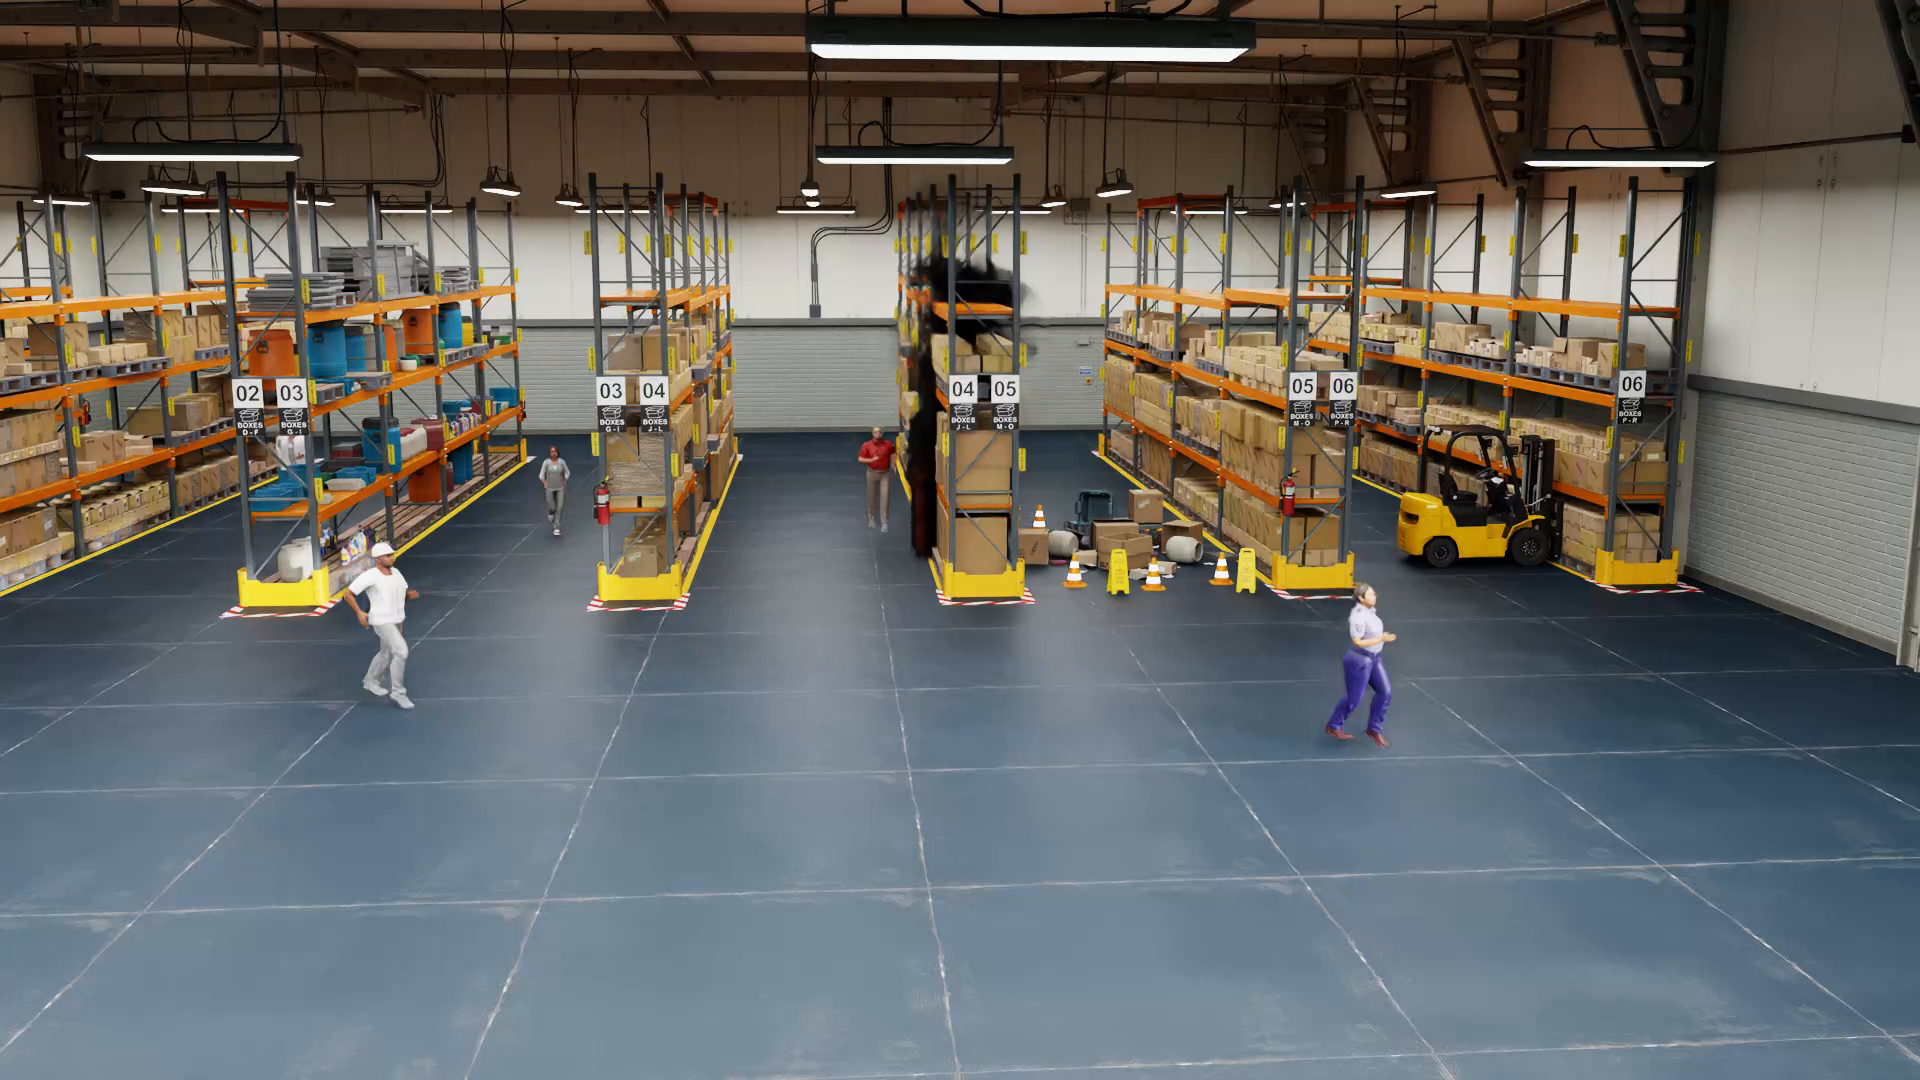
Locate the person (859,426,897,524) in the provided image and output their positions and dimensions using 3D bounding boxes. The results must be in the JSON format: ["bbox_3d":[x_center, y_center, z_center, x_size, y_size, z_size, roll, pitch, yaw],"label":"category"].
[{"bbox_3d":[-1.371,-1.101,27.891,0.662,1.633,0.774,-1,10,-7],"label":"person"}]

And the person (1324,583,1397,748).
[{"bbox_3d":[4.064,1.375,16.796,0.708,1.504,0.585,7,12,34],"label":"person"}]

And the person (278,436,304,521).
[{"bbox_3d":[-12.433,-1.322,31.081,0.613,1.805,1.025,-3,10,-17],"label":"person"}]

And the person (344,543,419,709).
[{"bbox_3d":[-6.316,0.937,18.327,0.777,1.829,0.672,3,10,14],"label":"person"}]

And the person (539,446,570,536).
[{"bbox_3d":[-7.106,-0.883,29.220,0.536,1.558,0.676,-4,11,-19],"label":"person"}]
